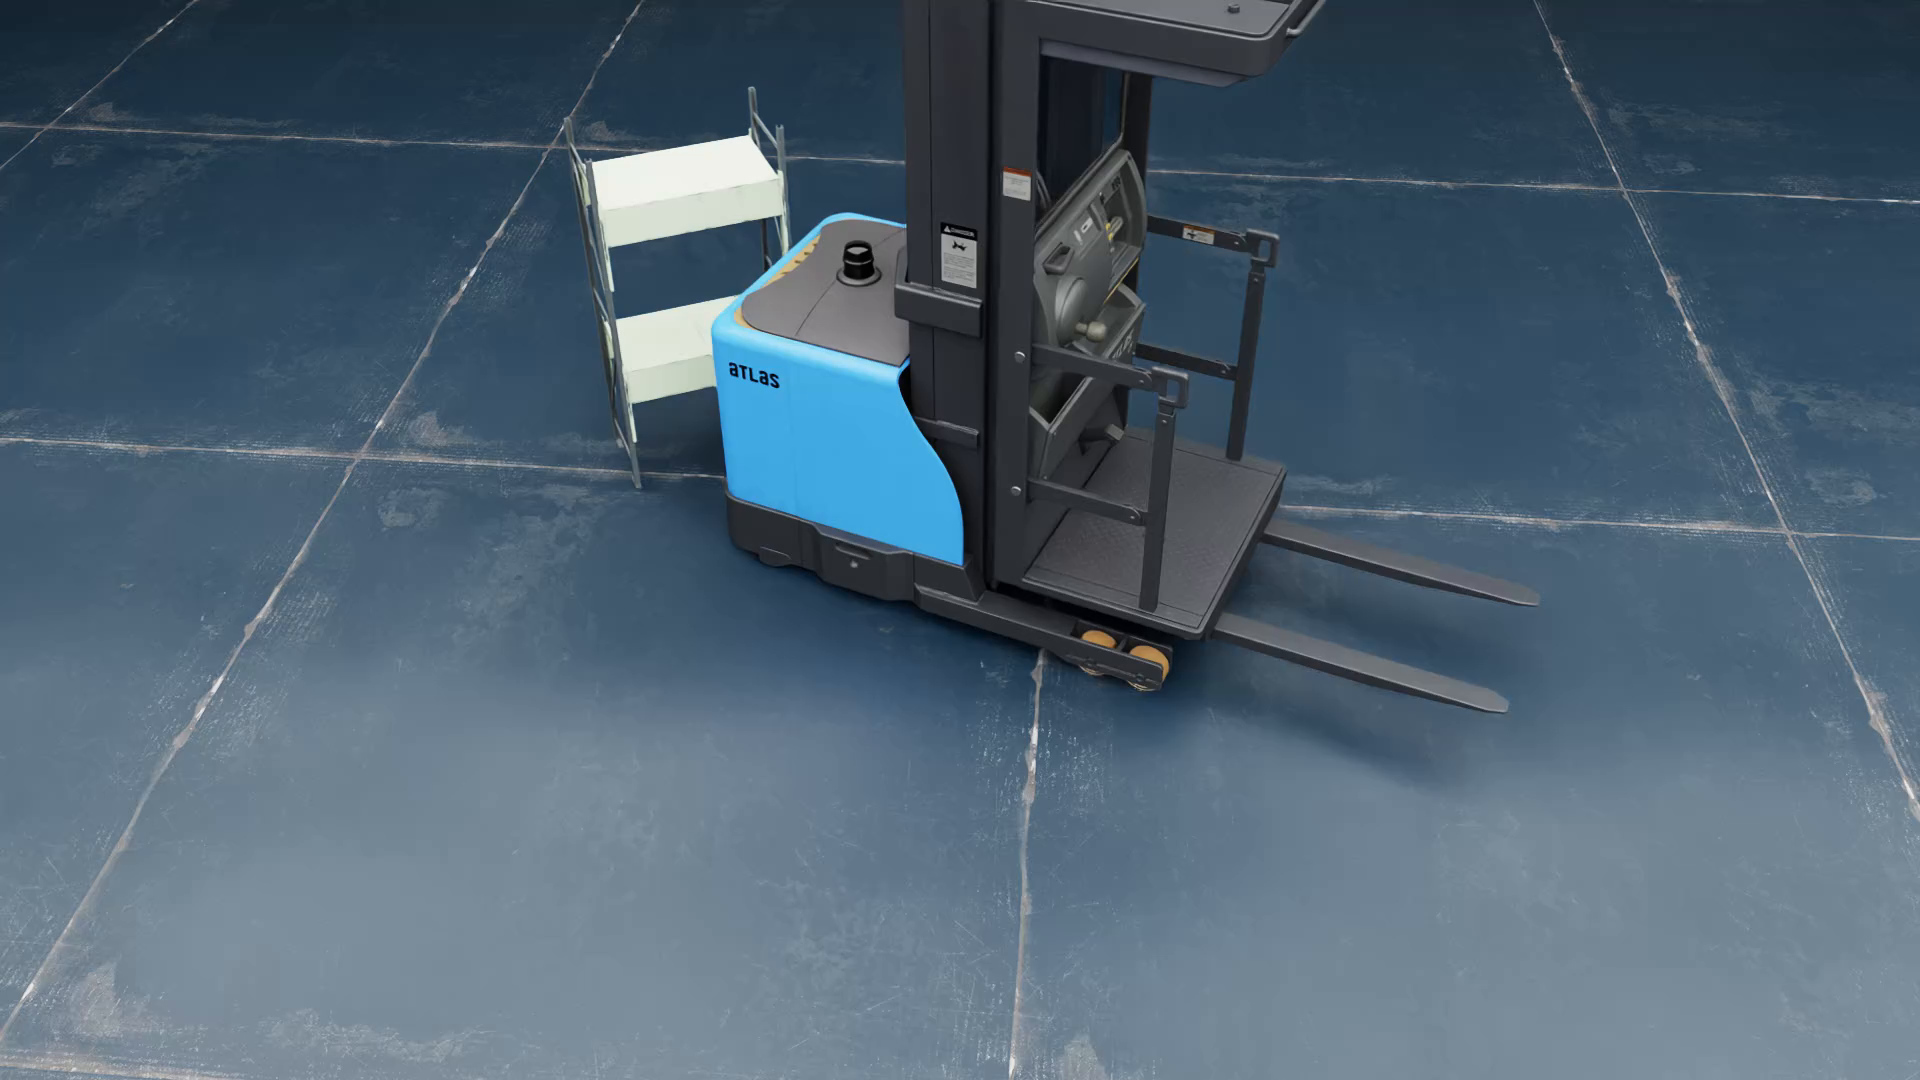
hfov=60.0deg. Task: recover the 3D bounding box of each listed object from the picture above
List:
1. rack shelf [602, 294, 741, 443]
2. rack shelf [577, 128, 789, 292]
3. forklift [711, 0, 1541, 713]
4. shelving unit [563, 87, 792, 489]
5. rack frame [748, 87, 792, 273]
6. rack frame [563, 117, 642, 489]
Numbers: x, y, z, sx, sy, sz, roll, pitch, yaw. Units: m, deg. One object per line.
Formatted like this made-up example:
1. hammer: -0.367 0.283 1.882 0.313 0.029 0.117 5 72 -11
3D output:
1. rack shelf: -1.092 -0.751 7.001 0.720 0.370 0.431 -15 41 -17
2. rack shelf: -1.092 -1.307 6.549 0.720 0.370 0.431 -15 41 -17
3. forklift: 0.634 -0.970 5.620 3.031 2.935 1.130 16 42 19
4. shelving unit: -1.092 -1.004 6.795 0.755 1.500 0.431 -15 41 -17
5. rack frame: -0.753 -1.091 6.903 0.023 1.500 0.400 -15 41 -17
6. rack frame: -1.430 -0.916 6.688 0.023 1.500 0.400 -15 41 -17
